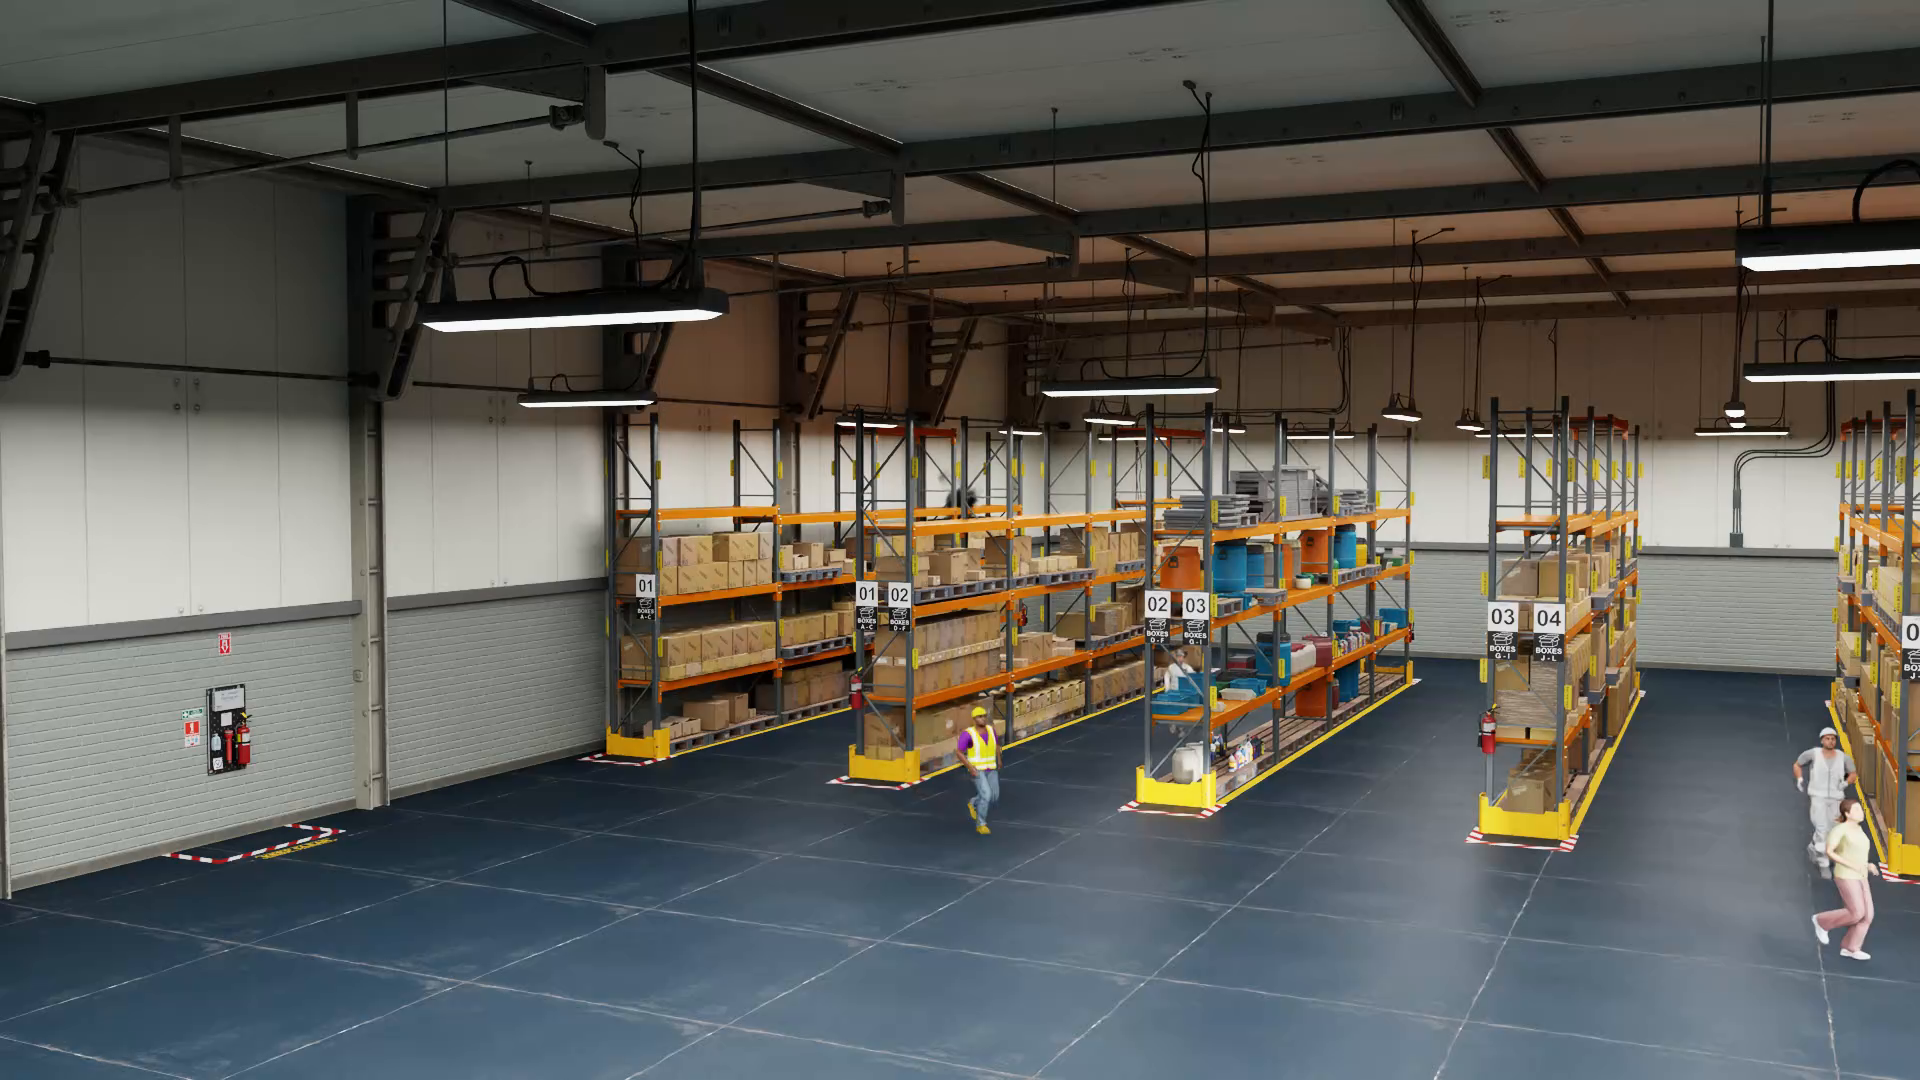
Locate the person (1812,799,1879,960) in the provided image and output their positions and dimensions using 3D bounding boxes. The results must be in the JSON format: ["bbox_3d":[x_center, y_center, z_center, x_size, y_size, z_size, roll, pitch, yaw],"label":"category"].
[{"bbox_3d":[9.126,3.463,17.121,0.566,1.626,0.586,-1,3,-32],"label":"person"}]

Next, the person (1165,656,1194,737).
[{"bbox_3d":[4.087,2.885,31.089,0.642,1.618,0.621,1,3,22],"label":"person"}]

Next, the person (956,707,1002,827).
[{"bbox_3d":[0.282,3.141,23.038,0.693,1.666,0.513,-2,3,-34],"label":"person"}]

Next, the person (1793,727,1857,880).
[{"bbox_3d":[10.774,3.239,20.667,0.704,1.828,0.871,1,2,13],"label":"person"}]
